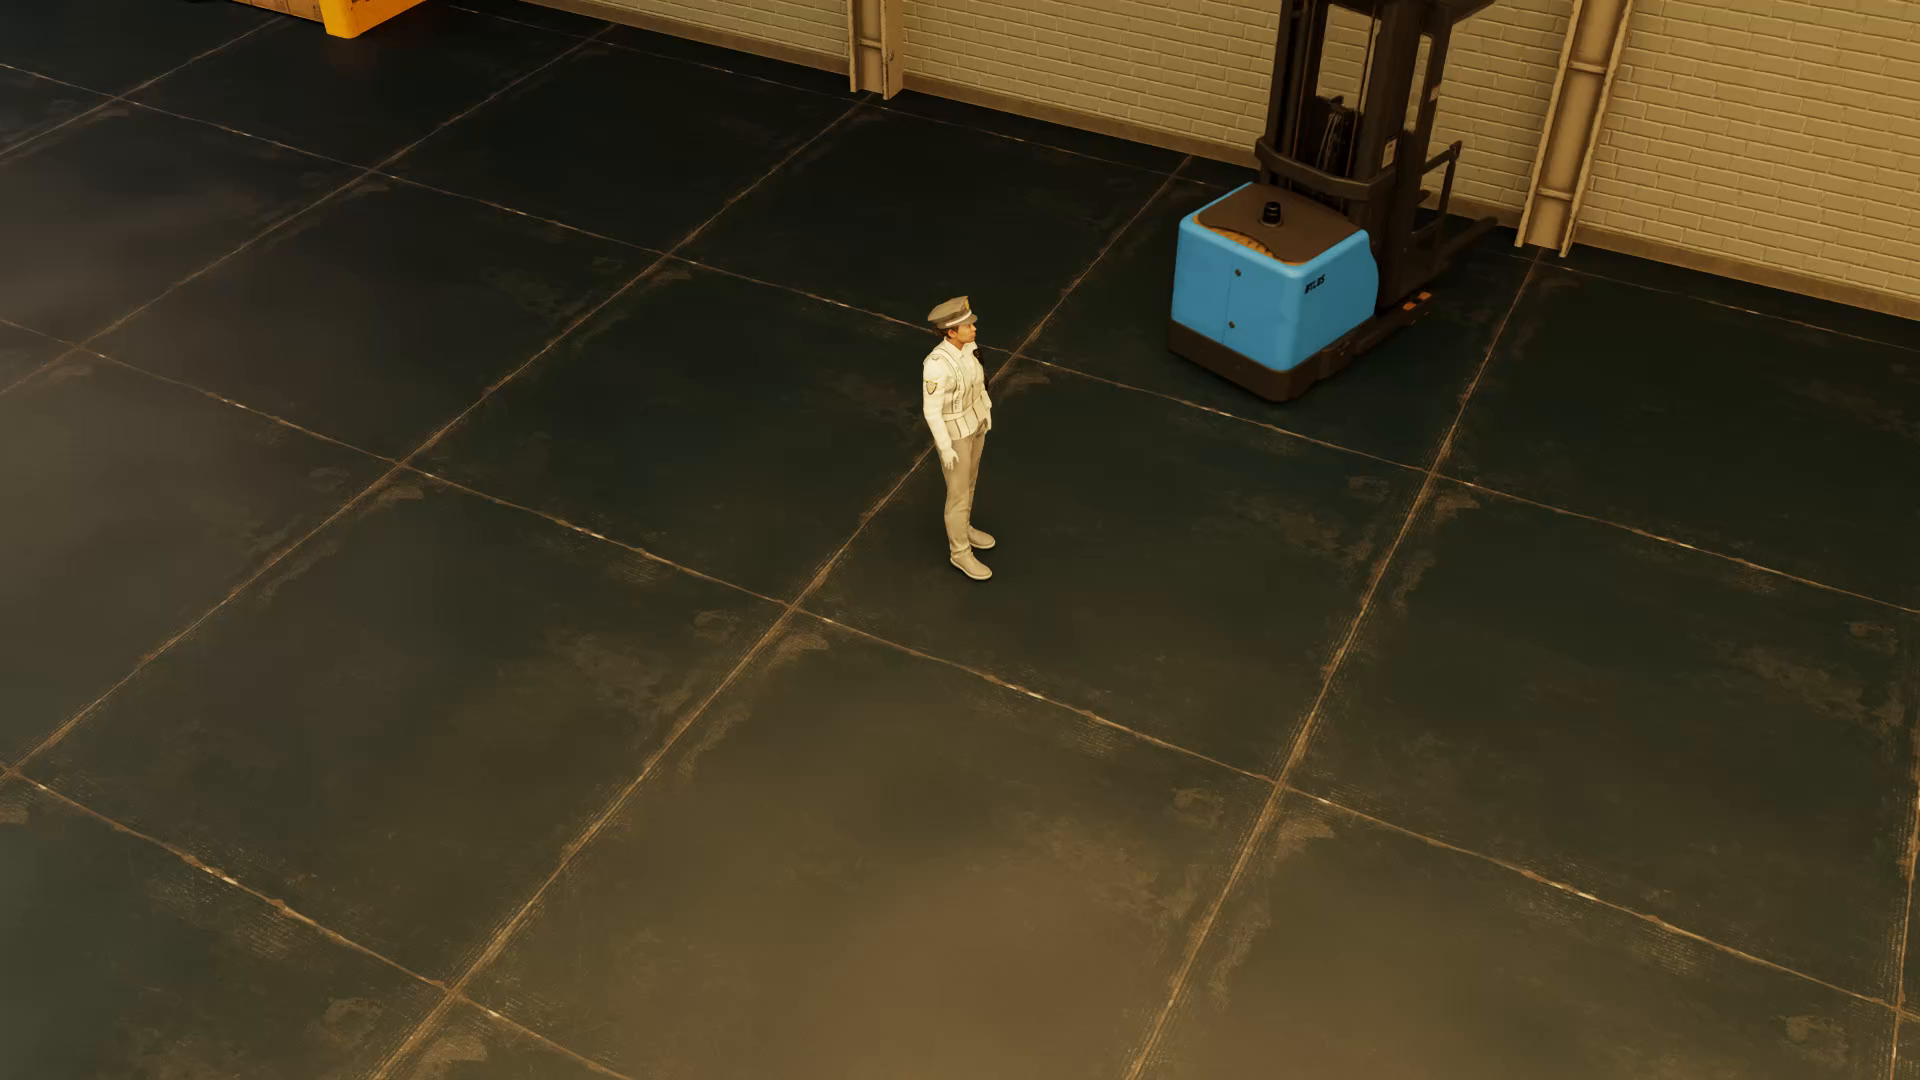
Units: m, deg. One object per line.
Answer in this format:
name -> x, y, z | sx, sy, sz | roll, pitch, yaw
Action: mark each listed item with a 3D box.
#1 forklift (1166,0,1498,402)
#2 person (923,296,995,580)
forklift -> 2.859, -2.900, 11.430 | 3.031, 2.935, 1.130 | -33, 50, -33
person -> 0.057, -0.629, 9.684 | 0.534, 1.694, 0.587 | 18, 43, 21
